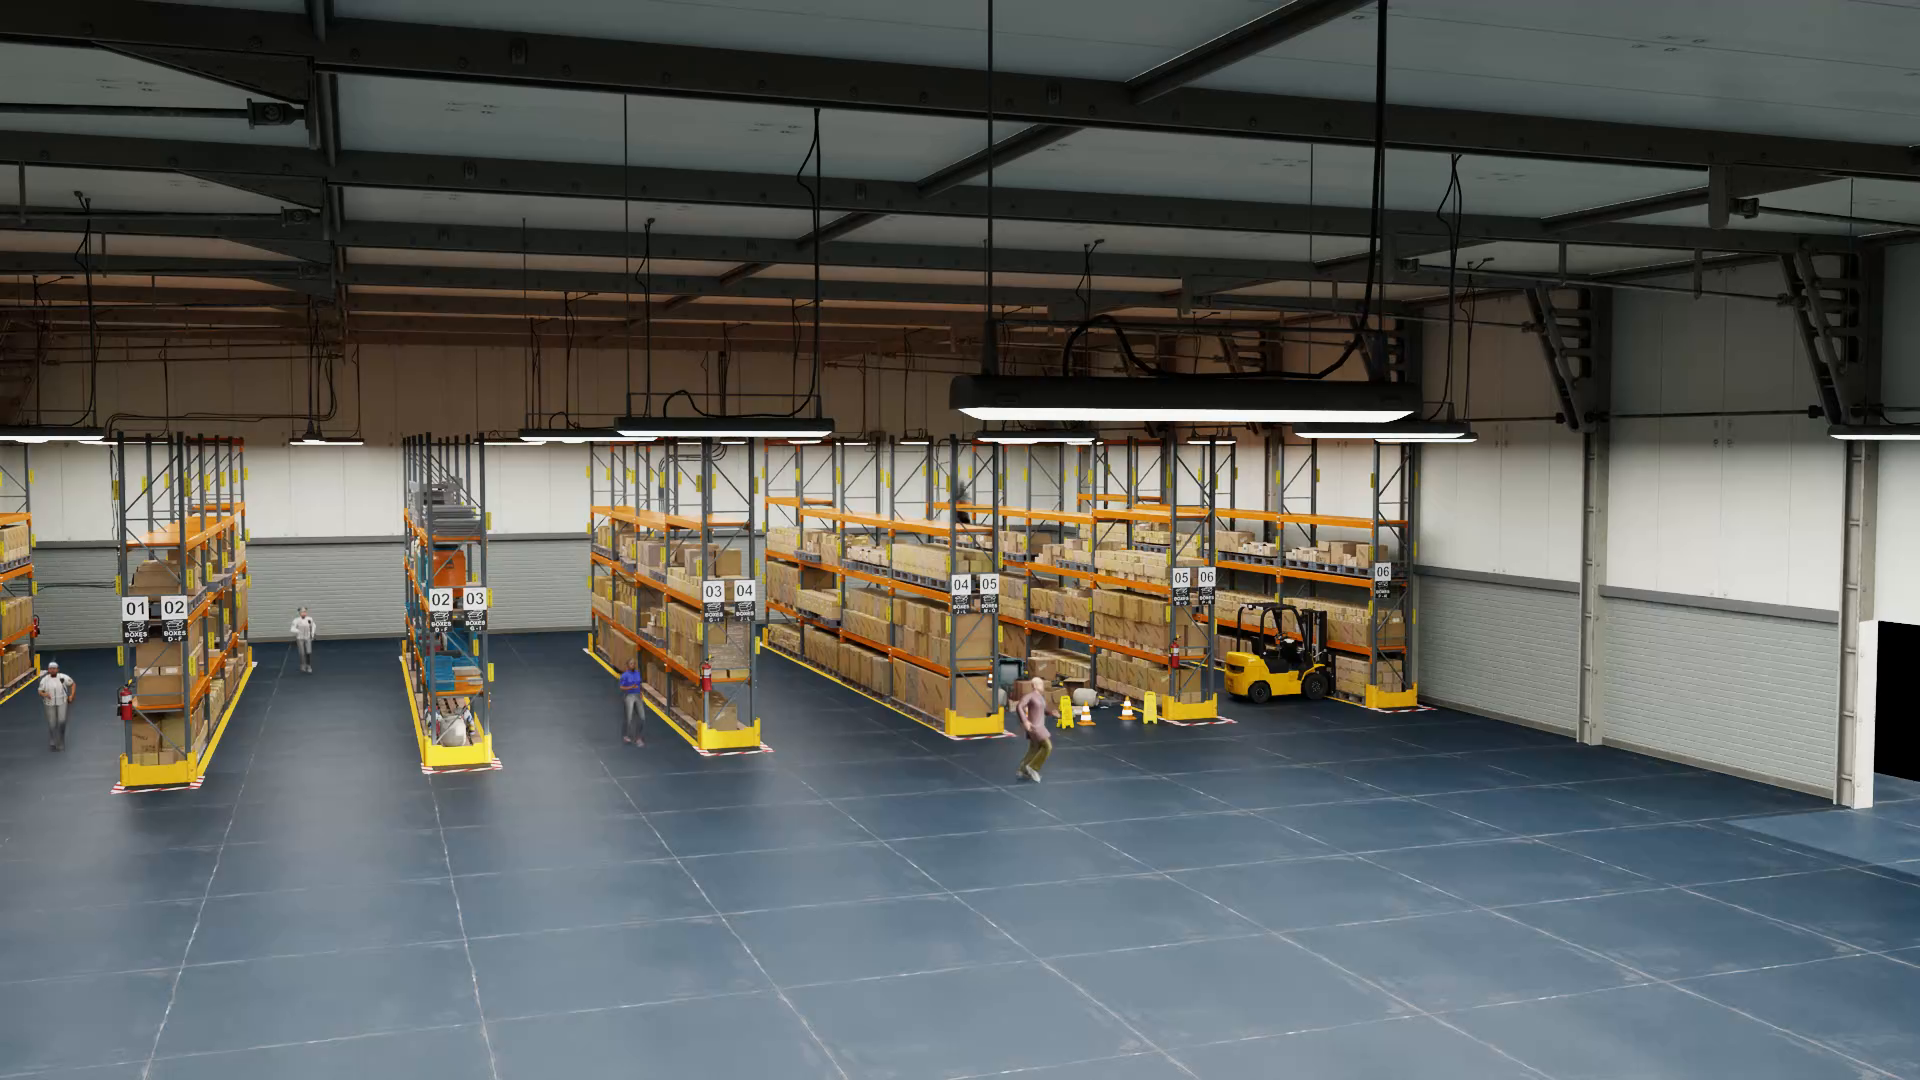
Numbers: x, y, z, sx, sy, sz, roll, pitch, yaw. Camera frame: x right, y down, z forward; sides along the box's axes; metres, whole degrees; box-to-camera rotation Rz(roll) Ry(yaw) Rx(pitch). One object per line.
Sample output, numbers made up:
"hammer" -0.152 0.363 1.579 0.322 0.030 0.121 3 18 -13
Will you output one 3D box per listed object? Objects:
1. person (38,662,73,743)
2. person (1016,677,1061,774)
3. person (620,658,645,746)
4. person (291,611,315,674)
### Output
"person" -17.203 3.095 31.625 0.574 1.547 0.668 -1 3 -24
"person" 1.348 3.202 28.634 0.746 1.675 0.701 1 3 16
"person" -6.299 3.128 32.012 0.555 1.713 0.702 -2 4 -37
"person" -16.683 2.574 42.263 0.597 1.691 0.712 -2 4 -25
